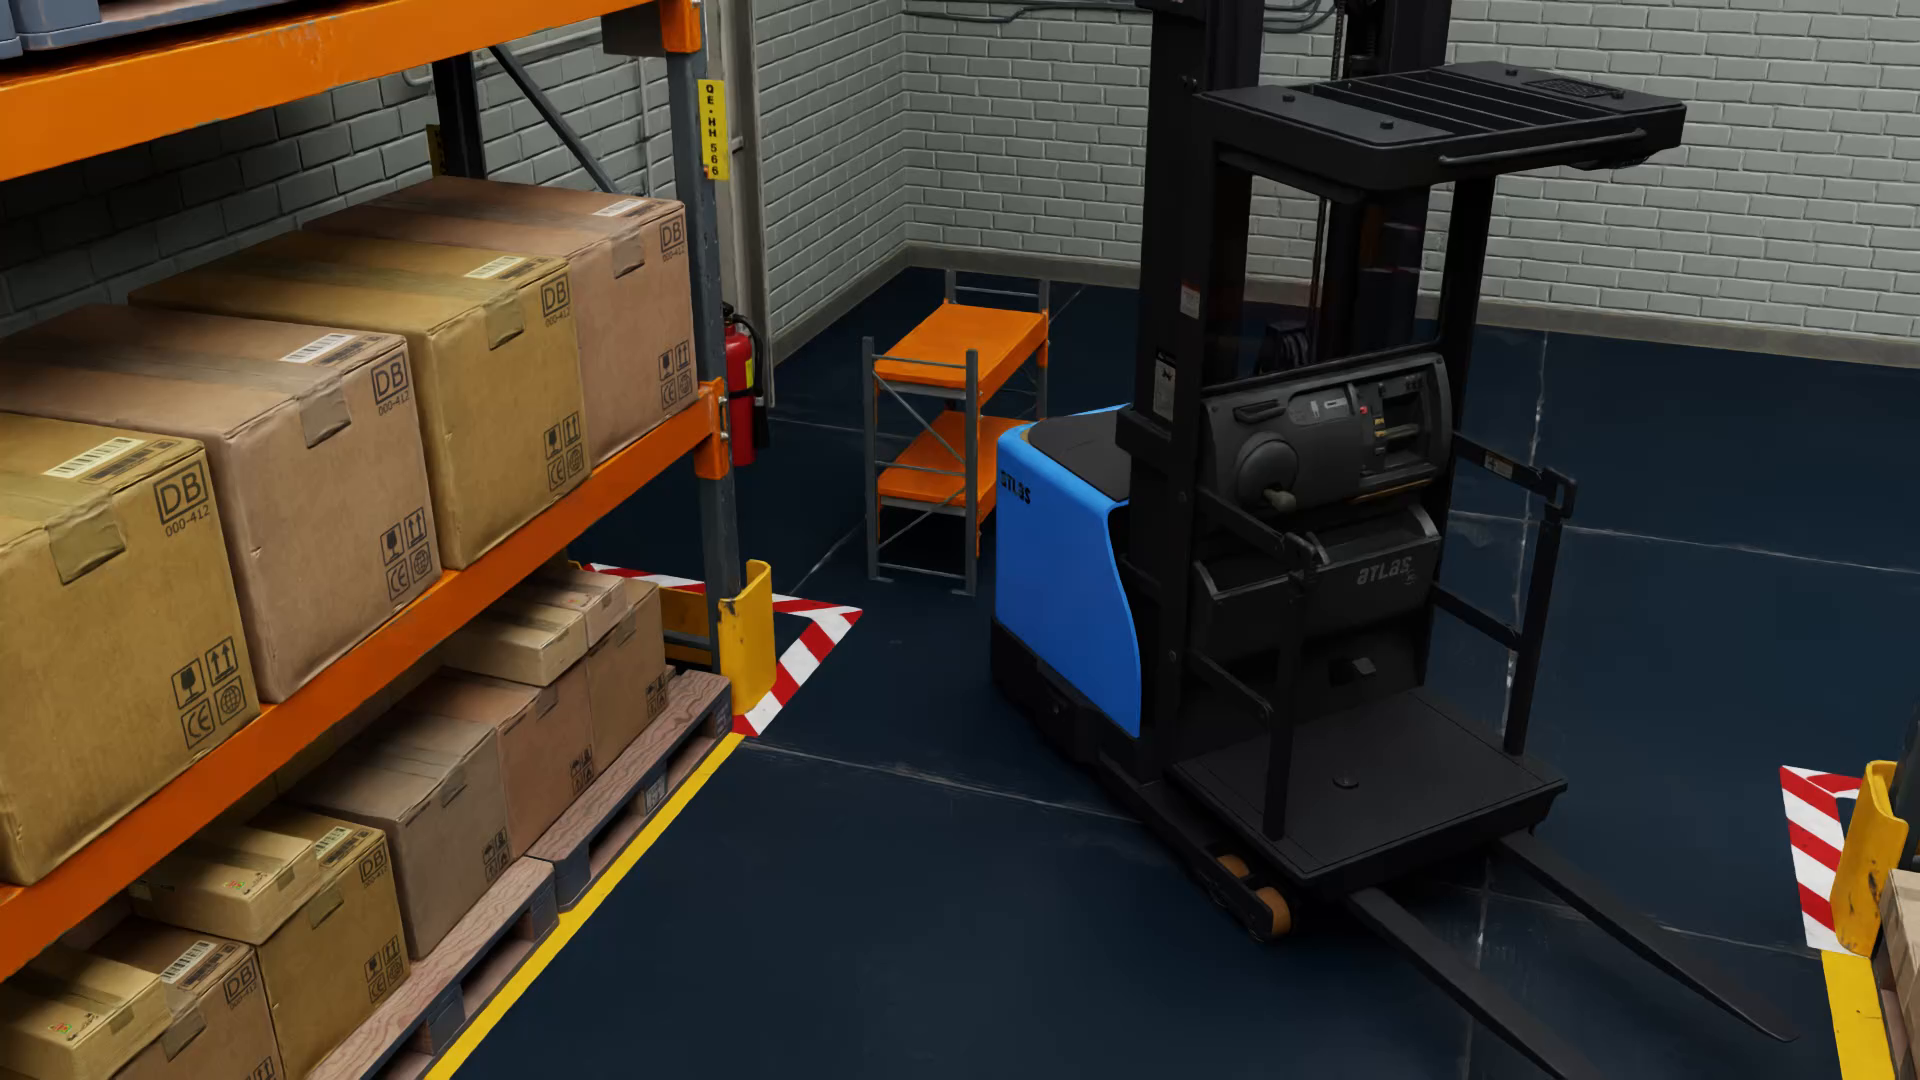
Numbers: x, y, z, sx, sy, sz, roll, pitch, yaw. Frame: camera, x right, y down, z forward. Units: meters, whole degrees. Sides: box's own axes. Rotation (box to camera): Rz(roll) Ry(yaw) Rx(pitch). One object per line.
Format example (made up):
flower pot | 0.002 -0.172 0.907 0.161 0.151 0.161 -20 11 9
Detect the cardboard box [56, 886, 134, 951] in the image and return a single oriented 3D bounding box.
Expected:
cardboard box | -2.286 0.887 4.119 0.380 0.149 0.250 8 27 16

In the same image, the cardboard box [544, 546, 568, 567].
cardboard box | -1.611 0.052 5.844 0.380 0.149 0.250 9 27 18

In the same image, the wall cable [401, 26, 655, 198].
wall cable | -1.792 -1.935 7.138 0.084 1.984 1.851 9 27 17

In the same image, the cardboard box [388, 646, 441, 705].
cardboard box | -1.863 0.363 5.201 0.380 0.149 0.250 9 27 18

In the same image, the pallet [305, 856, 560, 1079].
pallet | -1.926 1.280 4.863 1.003 0.211 1.213 9 27 17

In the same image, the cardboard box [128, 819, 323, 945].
cardboard box | -1.852 0.852 4.190 0.380 0.149 0.250 8 27 16

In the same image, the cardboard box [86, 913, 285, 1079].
cardboard box | -2.141 1.267 4.077 0.700 0.500 0.500 8 27 17

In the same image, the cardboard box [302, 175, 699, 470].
cardboard box | -1.486 -0.738 5.489 0.980 0.700 0.700 10 28 20

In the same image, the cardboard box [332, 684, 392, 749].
cardboard box | -1.947 0.467 4.985 0.380 0.149 0.250 9 27 18

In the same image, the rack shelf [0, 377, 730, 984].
rack shelf | -1.991 0.331 4.449 1.077 0.370 4.000 9 27 17

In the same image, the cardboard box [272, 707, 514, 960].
cardboard box | -1.798 0.836 4.967 0.700 0.500 0.500 8 27 16

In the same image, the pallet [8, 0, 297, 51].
pallet | -1.967 -1.315 3.684 1.003 0.211 1.213 9 27 17

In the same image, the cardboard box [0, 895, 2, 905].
cardboard box | -2.461 0.474 2.985 0.980 0.700 0.700 9 27 18

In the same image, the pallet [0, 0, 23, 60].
pallet | -2.375 -0.815 2.652 1.003 0.211 1.213 9 27 17

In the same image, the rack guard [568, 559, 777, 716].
rack guard | -1.318 0.301 6.555 1.175 0.500 0.348 9 27 17

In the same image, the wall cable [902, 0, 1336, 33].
wall cable | 0.893 -4.389 10.053 3.097 2.526 0.112 9 27 17

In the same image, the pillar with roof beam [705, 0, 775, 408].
pillar with roof beam | 2.817 -4.125 5.944 9.100 9.000 0.400 9 27 17

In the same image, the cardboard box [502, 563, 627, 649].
cardboard box | -1.335 0.211 5.514 0.380 0.149 0.250 8 27 17

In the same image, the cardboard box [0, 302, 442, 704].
cardboard box | -1.980 -0.126 4.223 0.980 0.700 0.700 7 27 15

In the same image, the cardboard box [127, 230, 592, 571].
cardboard box | -1.718 -0.438 4.868 0.980 0.700 0.700 9 27 17

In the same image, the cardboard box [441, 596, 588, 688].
cardboard box | -1.420 0.316 5.297 0.380 0.149 0.250 9 27 19

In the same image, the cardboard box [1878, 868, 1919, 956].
cardboard box | 2.883 1.110 4.782 0.380 0.149 0.250 9 27 17

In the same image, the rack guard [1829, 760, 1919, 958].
rack guard | 3.322 1.059 4.989 1.175 0.500 0.348 9 27 17

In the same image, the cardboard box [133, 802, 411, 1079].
cardboard box | -1.968 1.057 4.512 0.700 0.500 0.500 9 27 19

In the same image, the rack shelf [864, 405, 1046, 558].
rack shelf | 0.002 -0.289 7.617 0.538 0.278 1.000 9 27 17

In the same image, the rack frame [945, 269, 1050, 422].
rack frame | 0.171 -0.718 7.942 0.500 1.125 0.032 9 27 17

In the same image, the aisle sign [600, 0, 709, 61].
aisle sign | -1.019 -1.970 5.394 0.394 0.787 0.004 9 27 17

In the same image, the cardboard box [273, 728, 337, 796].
cardboard box | -2.032 0.573 4.767 0.380 0.149 0.250 9 27 18

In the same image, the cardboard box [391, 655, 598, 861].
cardboard box | -1.631 0.630 5.394 0.700 0.500 0.500 9 27 17

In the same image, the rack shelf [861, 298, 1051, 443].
rack shelf | 0.002 -0.772 7.383 0.538 0.278 1.000 9 27 17

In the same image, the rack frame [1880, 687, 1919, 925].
rack frame | 3.347 -0.097 4.509 1.000 3.000 0.127 9 27 17

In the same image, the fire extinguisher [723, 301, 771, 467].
fire extinguisher | -0.840 -0.607 6.078 0.296 0.674 0.183 9 27 17

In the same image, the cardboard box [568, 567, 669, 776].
cardboard box | -1.464 0.424 5.819 0.700 0.500 0.500 9 27 17

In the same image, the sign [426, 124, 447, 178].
sign | -1.847 -1.323 5.955 0.100 0.325 0.005 9 27 17

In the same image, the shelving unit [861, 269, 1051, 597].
shelving unit | 0.002 -0.509 7.511 0.538 1.125 1.048 9 27 17

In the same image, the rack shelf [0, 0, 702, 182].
rack shelf | -1.991 -1.019 3.795 1.077 0.370 4.000 9 27 17

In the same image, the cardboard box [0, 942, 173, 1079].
cardboard box | -2.025 1.067 3.747 0.380 0.149 0.250 10 27 19

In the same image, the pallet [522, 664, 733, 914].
pallet | -1.518 0.781 5.895 1.003 0.211 1.213 9 27 17

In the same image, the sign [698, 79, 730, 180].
sign | -0.819 -1.358 5.512 0.100 0.325 0.005 9 27 17

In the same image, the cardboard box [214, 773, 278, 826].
cardboard box | -2.116 0.677 4.552 0.380 0.149 0.250 8 27 17

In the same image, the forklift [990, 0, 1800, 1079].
forklift | 1.259 -0.296 4.999 1.130 2.935 3.031 -13 29 -25

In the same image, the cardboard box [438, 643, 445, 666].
cardboard box | -1.779 0.260 5.413 0.380 0.149 0.250 9 27 18

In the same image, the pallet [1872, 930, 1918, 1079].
pallet | 3.057 1.517 4.376 1.003 0.211 1.213 9 27 17

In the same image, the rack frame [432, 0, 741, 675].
rack frame | -1.326 -0.814 5.990 1.000 3.000 0.127 9 27 17

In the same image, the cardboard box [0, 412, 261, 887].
cardboard box | -2.213 0.175 3.603 0.980 0.700 0.700 8 27 16

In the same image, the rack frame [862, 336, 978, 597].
rack frame | -0.167 -0.300 7.079 0.500 1.125 0.032 9 27 17

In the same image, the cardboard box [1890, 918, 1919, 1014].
cardboard box | 2.800 1.205 4.566 0.380 0.166 0.250 9 27 17

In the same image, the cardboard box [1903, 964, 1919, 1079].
cardboard box | 2.732 1.330 4.212 0.500 0.250 0.500 9 27 17
